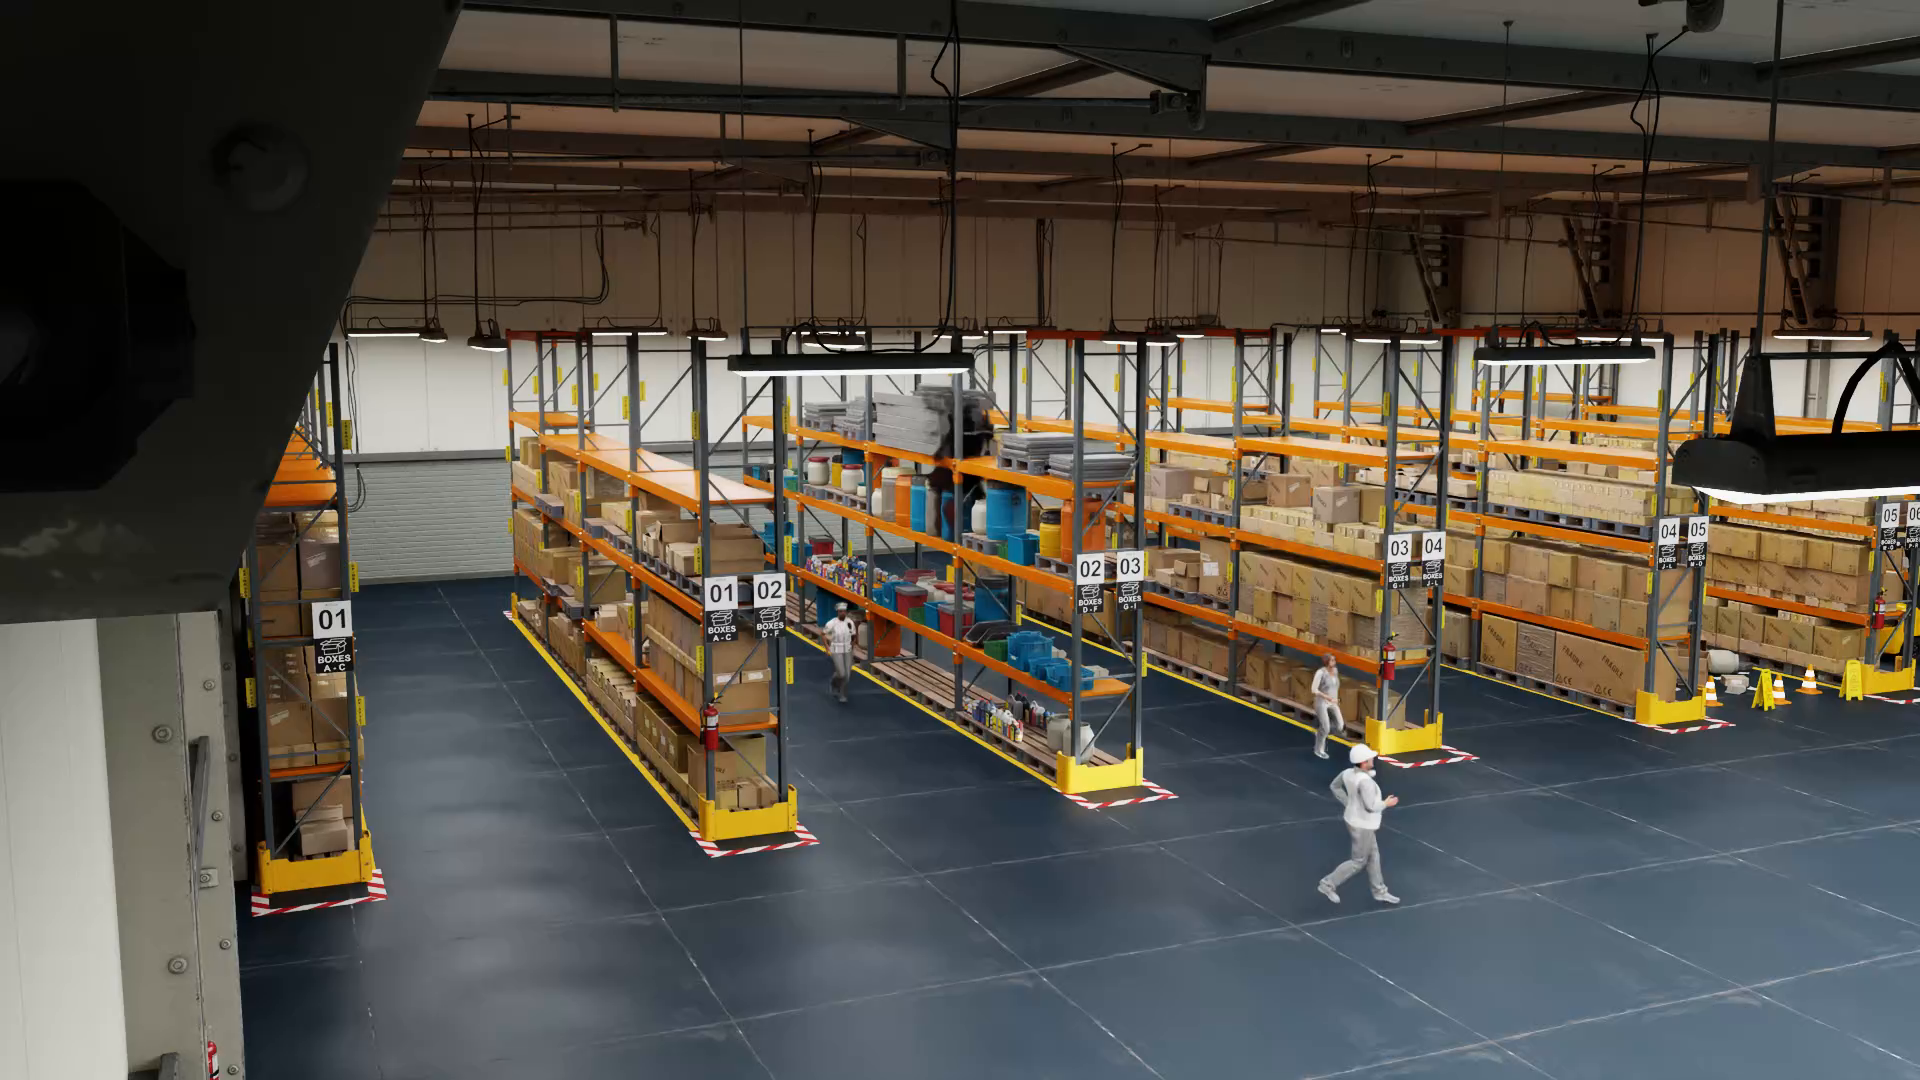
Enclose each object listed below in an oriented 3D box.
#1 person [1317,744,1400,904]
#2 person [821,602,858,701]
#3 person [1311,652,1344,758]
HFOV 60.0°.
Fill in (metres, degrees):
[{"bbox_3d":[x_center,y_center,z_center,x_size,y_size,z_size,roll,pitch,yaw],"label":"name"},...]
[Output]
[{"bbox_3d":[4.269,3.035,17.679,0.950,1.776,0.657,-1,8,-5],"label":"person"},{"bbox_3d":[-1.915,1.834,27.091,0.573,1.648,0.556,-4,9,-24],"label":"person"},{"bbox_3d":[5.250,2.361,23.712,0.553,1.552,0.549,-5,9,-30],"label":"person"}]
